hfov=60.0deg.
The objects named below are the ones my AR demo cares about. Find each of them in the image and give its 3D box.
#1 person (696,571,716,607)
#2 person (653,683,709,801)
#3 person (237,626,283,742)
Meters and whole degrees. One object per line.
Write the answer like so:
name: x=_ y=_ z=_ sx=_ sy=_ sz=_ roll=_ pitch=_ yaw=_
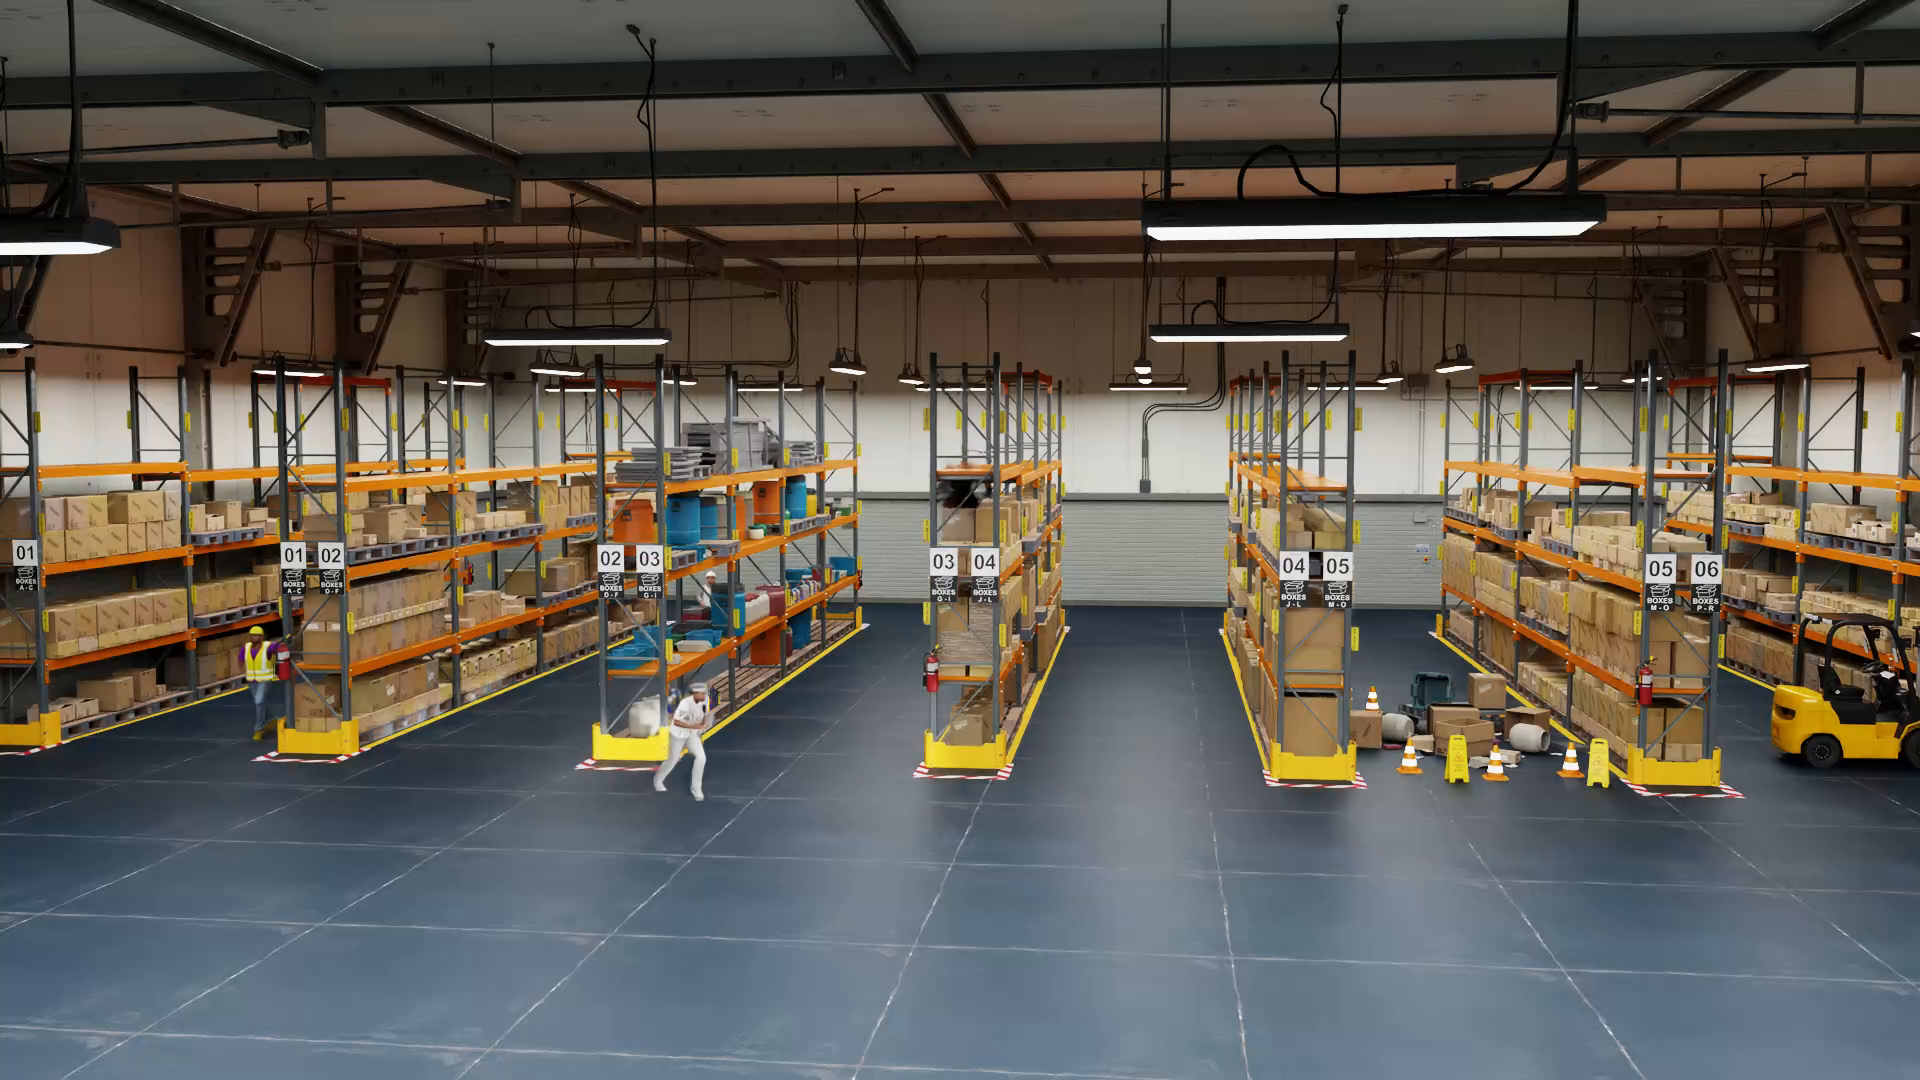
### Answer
person: x=-5.441 y=1.547 z=36.379 sx=0.661 sy=1.734 sz=0.637 roll=0 pitch=4 yaw=2
person: x=-3.724 y=2.671 z=22.219 sx=0.968 sy=1.621 sz=0.615 roll=3 pitch=5 yaw=33
person: x=-11.149 y=2.255 z=26.499 sx=0.717 sy=1.794 sz=0.899 roll=1 pitch=4 yaw=9
